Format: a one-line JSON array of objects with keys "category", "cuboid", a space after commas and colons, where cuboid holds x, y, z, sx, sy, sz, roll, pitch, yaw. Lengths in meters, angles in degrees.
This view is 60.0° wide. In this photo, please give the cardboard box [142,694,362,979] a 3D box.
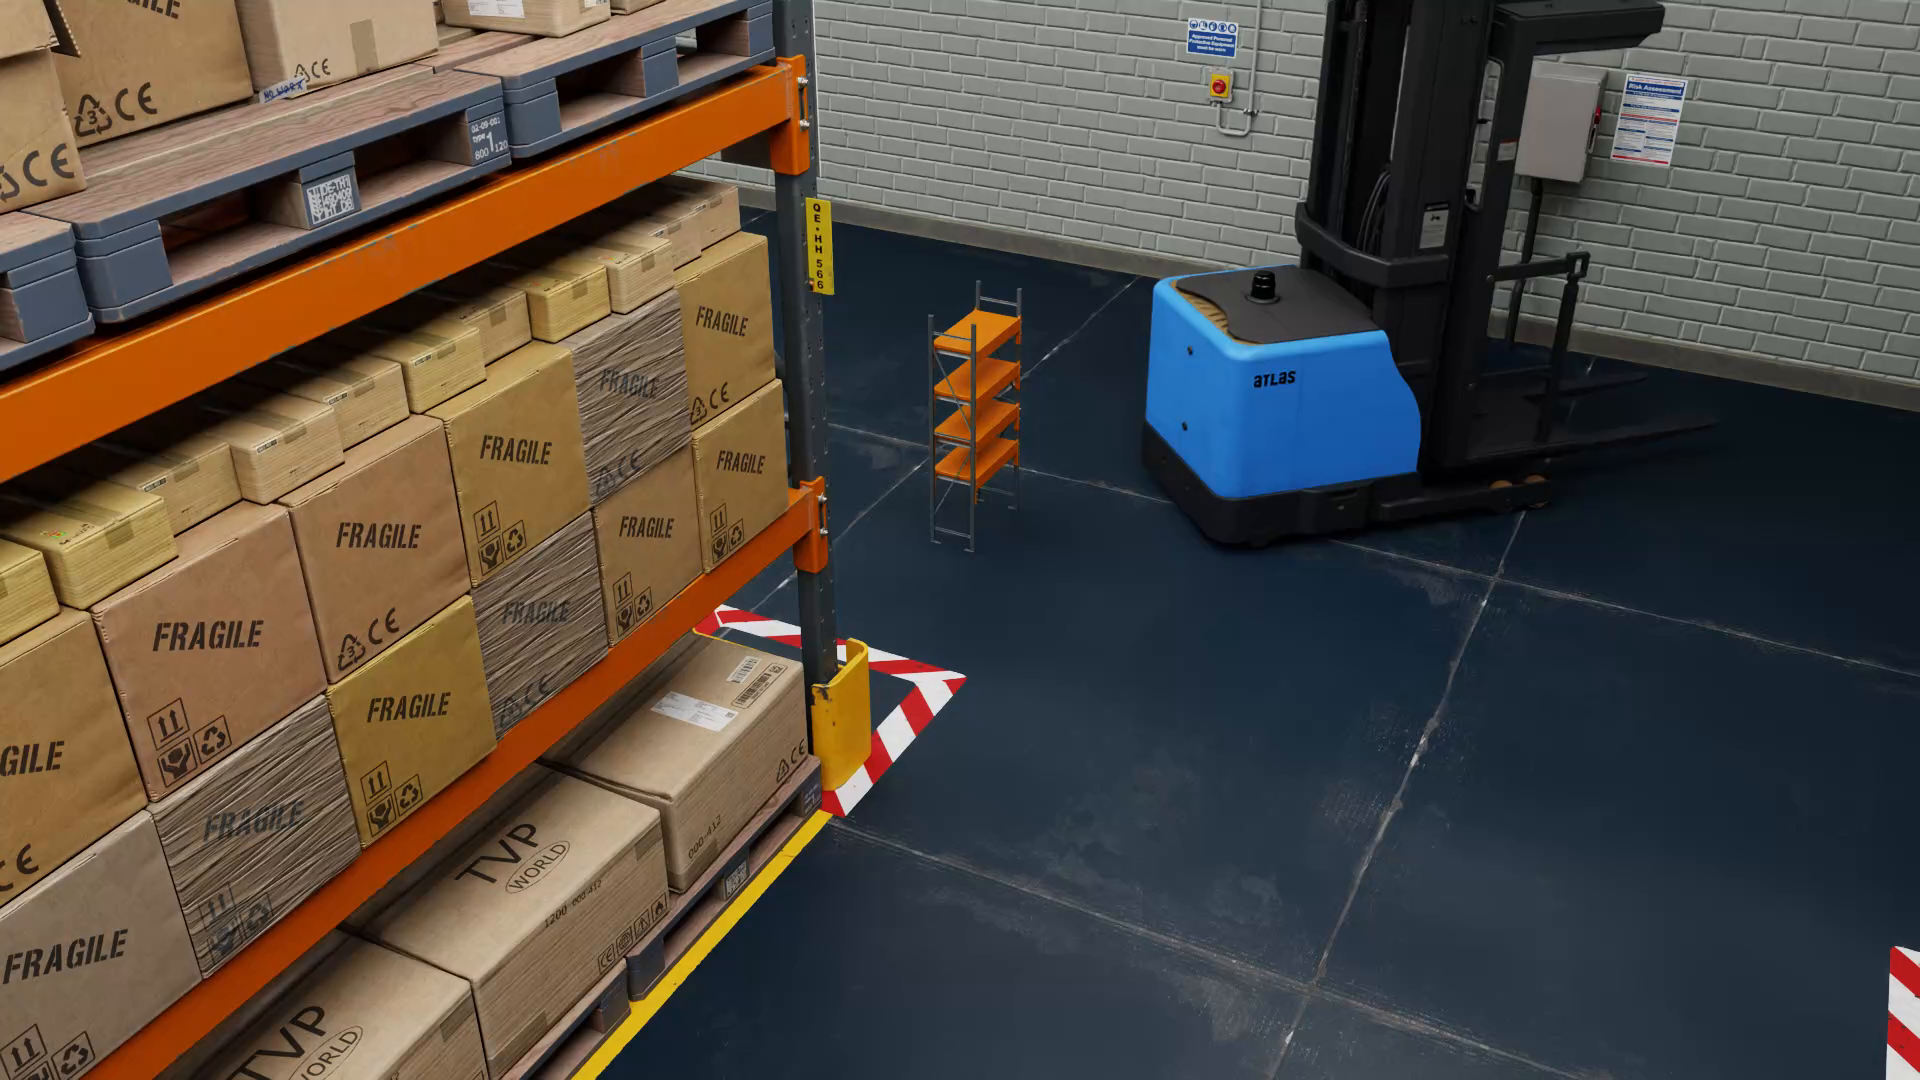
[{"category": "cardboard box", "cuboid": [-1.856, 0.640, 4.023, 0.500, 0.500, 0.500, 15, 33, 24]}]

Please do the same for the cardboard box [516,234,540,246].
[{"category": "cardboard box", "cuboid": [-1.410, -1.032, 5.278, 0.380, 0.149, 0.250, 15, 33, 24]}]

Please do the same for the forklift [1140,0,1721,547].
[{"category": "forklift", "cuboid": [2.536, -1.649, 8.178, 3.031, 2.935, 1.130, -9, 31, -15]}]

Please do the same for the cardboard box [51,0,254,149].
[{"category": "cardboard box", "cuboid": [-1.998, -1.210, 3.711, 0.500, 0.500, 0.500, 15, 33, 24]}]

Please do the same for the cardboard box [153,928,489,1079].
[{"category": "cardboard box", "cuboid": [-1.979, 1.551, 4.688, 0.875, 0.438, 0.875, 13, 32, 22]}]

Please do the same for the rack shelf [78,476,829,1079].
[{"category": "rack shelf", "cuboid": [-1.857, 0.698, 4.744, 1.077, 0.370, 4.000, 14, 33, 23]}]

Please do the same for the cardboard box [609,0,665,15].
[{"category": "cardboard box", "cuboid": [-1.071, -1.742, 4.887, 0.500, 0.250, 0.500, 11, 32, 19]}]

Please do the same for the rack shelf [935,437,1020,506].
[{"category": "rack shelf", "cuboid": [0.075, -0.363, 8.211, 0.258, 0.148, 0.480, 14, 33, 23]}]

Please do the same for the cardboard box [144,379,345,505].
[{"category": "cardboard box", "cuboid": [-1.683, -0.237, 3.895, 0.380, 0.149, 0.250, 14, 33, 23]}]

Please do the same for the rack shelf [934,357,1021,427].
[{"category": "rack shelf", "cuboid": [0.075, -0.729, 8.001, 0.258, 0.148, 0.480, 14, 33, 23]}]

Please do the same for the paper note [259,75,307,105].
[{"category": "paper note", "cuboid": [-1.385, -0.922, 3.405, 0.006, 0.032, 0.123, 14, 33, 23]}]

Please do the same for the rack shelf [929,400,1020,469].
[{"category": "rack shelf", "cuboid": [0.075, -0.535, 8.112, 0.258, 0.148, 0.480, 14, 33, 23]}]

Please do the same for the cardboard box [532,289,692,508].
[{"category": "cardboard box", "cuboid": [-1.166, -0.471, 4.954, 0.500, 0.500, 0.500, 14, 33, 23]}]

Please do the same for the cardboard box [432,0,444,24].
[{"category": "cardboard box", "cuboid": [-1.646, -1.487, 4.546, 0.380, 0.149, 0.250, 16, 33, 25]}]

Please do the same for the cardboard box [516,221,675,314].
[{"category": "cardboard box", "cuboid": [-1.068, -0.802, 4.879, 0.380, 0.149, 0.250, 14, 33, 23]}]

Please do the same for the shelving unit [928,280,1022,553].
[{"category": "shelving unit", "cuboid": [0.075, -0.594, 8.079, 0.258, 1.200, 0.503, 14, 33, 23]}]

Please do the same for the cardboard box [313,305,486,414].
[{"category": "cardboard box", "cuboid": [-1.464, -0.476, 4.311, 0.380, 0.149, 0.250, 15, 33, 24]}]

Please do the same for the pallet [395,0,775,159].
[{"category": "pallet", "cuboid": [-1.275, -1.431, 4.807, 1.003, 0.211, 1.213, 14, 33, 23]}]

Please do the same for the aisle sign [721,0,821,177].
[{"category": "aisle sign", "cuboid": [-0.637, -1.589, 5.395, 0.394, 0.787, 0.004, 14, 33, 23]}]

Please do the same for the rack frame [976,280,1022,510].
[{"category": "rack frame", "cuboid": [0.187, -0.702, 8.267, 0.240, 1.200, 0.015, 14, 33, 23]}]

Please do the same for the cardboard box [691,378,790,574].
[{"category": "cardboard box", "cuboid": [-0.930, -0.270, 5.607, 0.500, 0.500, 0.500, 14, 33, 24]}]

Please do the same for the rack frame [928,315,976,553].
[{"category": "rack frame", "cuboid": [-0.036, -0.486, 7.891, 0.240, 1.200, 0.015, 14, 33, 23]}]

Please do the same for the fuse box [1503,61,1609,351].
[{"category": "fuse box", "cuboid": [3.406, -1.905, 9.850, 0.539, 1.711, 0.414, 14, 33, 23]}]

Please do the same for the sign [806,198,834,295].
[{"category": "sign", "cuboid": [-0.469, -0.976, 5.537, 0.100, 0.325, 0.005, 14, 33, 23]}]

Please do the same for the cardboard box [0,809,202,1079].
[{"category": "cardboard box", "cuboid": [-2.088, 0.859, 3.642, 0.500, 0.500, 0.500, 15, 33, 24]}]

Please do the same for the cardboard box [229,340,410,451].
[{"category": "cardboard box", "cuboid": [-1.600, -0.364, 4.115, 0.380, 0.149, 0.250, 15, 33, 25]}]

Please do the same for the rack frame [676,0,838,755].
[{"category": "rack frame", "cuboid": [-0.946, -0.500, 6.109, 1.000, 3.000, 0.127, 14, 33, 23]}]

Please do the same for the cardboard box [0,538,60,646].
[{"category": "cardboard box", "cuboid": [-2.044, 0.097, 3.313, 0.380, 0.149, 0.250, 14, 33, 23]}]

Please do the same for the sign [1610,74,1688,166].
[{"category": "sign", "cuboid": [3.940, -2.403, 9.517, 0.329, 0.494, 0.001, 14, 33, 23]}]

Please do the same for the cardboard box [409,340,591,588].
[{"category": "cardboard box", "cuboid": [-1.394, -0.253, 4.573, 0.500, 0.500, 0.500, 14, 33, 23]}]

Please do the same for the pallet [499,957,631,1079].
[{"category": "pallet", "cuboid": [-1.797, 1.620, 5.217, 1.003, 0.211, 1.213, 14, 33, 23]}]

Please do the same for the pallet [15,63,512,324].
[{"category": "pallet", "cuboid": [-1.829, -0.888, 3.862, 1.003, 0.211, 1.213, 14, 33, 23]}]

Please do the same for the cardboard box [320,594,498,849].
[{"category": "cardboard box", "cuboid": [-1.621, 0.411, 4.421, 0.500, 0.500, 0.500, 15, 33, 25]}]

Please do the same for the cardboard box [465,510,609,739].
[{"category": "cardboard box", "cuboid": [-1.398, 0.180, 4.825, 0.500, 0.500, 0.500, 15, 33, 25]}]

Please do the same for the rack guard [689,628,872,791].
[{"category": "rack guard", "cuboid": [-0.935, 0.573, 6.750, 1.175, 0.500, 0.348, 14, 33, 23]}]

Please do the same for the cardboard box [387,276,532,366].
[{"category": "cardboard box", "cuboid": [-1.402, -0.600, 4.527, 0.380, 0.149, 0.250, 14, 33, 23]}]

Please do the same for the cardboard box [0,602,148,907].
[{"category": "cardboard box", "cuboid": [-2.100, 0.417, 3.407, 0.500, 0.500, 0.500, 14, 33, 23]}]

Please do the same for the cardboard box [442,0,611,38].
[{"category": "cardboard box", "cuboid": [-1.191, -1.494, 4.557, 0.380, 0.149, 0.250, 12, 32, 19]}]

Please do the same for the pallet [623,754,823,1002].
[{"category": "pallet", "cuboid": [-1.241, 1.081, 6.155, 1.003, 0.211, 1.213, 14, 33, 23]}]

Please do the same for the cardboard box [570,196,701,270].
[{"category": "cardboard box", "cuboid": [-1.025, -0.936, 5.112, 0.380, 0.149, 0.250, 15, 33, 24]}]

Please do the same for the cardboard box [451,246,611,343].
[{"category": "cardboard box", "cuboid": [-1.219, -0.700, 4.701, 0.380, 0.149, 0.250, 15, 33, 24]}]

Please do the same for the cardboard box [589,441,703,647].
[{"category": "cardboard box", "cuboid": [-1.172, -0.051, 5.226, 0.500, 0.500, 0.500, 14, 33, 22]}]

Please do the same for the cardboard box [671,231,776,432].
[{"category": "cardboard box", "cuboid": [-0.954, -0.709, 5.369, 0.500, 0.500, 0.500, 15, 33, 25]}]

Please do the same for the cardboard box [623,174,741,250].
[{"category": "cardboard box", "cuboid": [-0.931, -1.054, 5.317, 0.380, 0.149, 0.250, 15, 33, 24]}]

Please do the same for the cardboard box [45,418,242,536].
[{"category": "cardboard box", "cuboid": [-1.856, -0.144, 3.733, 0.380, 0.149, 0.250, 14, 33, 23]}]

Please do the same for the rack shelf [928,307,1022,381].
[{"category": "rack shelf", "cuboid": [0.075, -0.934, 7.883, 0.258, 0.148, 0.480, 14, 33, 23]}]

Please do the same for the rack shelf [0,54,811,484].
[{"category": "rack shelf", "cuboid": [-1.857, -0.602, 3.997, 1.077, 0.370, 4.000, 14, 33, 23]}]

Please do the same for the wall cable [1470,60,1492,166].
[{"category": "wall cable", "cuboid": [2.870, -3.129, 9.667, 0.588, 1.984, 0.122, 14, 33, 23]}]

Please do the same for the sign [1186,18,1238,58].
[{"category": "sign", "cuboid": [1.587, -3.161, 10.470, 0.327, 0.218, 0.001, 14, 33, 23]}]

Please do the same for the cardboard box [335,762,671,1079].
[{"category": "cardboard box", "cuboid": [-1.567, 1.152, 5.384, 0.875, 0.438, 0.875, 15, 33, 25]}]

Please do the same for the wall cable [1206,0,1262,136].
[{"category": "wall cable", "cuboid": [1.602, -3.459, 10.210, 0.585, 1.953, 0.123, 14, 33, 23]}]

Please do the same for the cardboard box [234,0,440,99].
[{"category": "cardboard box", "cuboid": [-1.672, -1.336, 4.119, 0.500, 0.311, 0.500, 15, 33, 24]}]

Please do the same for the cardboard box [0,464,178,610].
[{"category": "cardboard box", "cuboid": [-1.897, -0.014, 3.506, 0.380, 0.149, 0.250, 13, 32, 22]}]

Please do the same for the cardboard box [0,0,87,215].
[{"category": "cardboard box", "cuboid": [-2.182, -0.903, 3.173, 0.797, 0.503, 0.637, 17, 34, 27]}]

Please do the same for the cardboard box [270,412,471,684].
[{"category": "cardboard box", "cuboid": [-1.625, -0.030, 4.186, 0.500, 0.500, 0.500, 14, 33, 23]}]

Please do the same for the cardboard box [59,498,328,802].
[{"category": "cardboard box", "cuboid": [-1.856, 0.193, 3.798, 0.500, 0.500, 0.500, 15, 33, 24]}]

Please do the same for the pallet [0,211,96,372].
[{"category": "pallet", "cuboid": [-2.386, -0.350, 2.924, 1.003, 0.211, 1.213, 14, 33, 23]}]

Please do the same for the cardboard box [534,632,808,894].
[{"category": "cardboard box", "cuboid": [-1.158, 0.744, 6.093, 0.875, 0.438, 0.875, 13, 32, 22]}]
